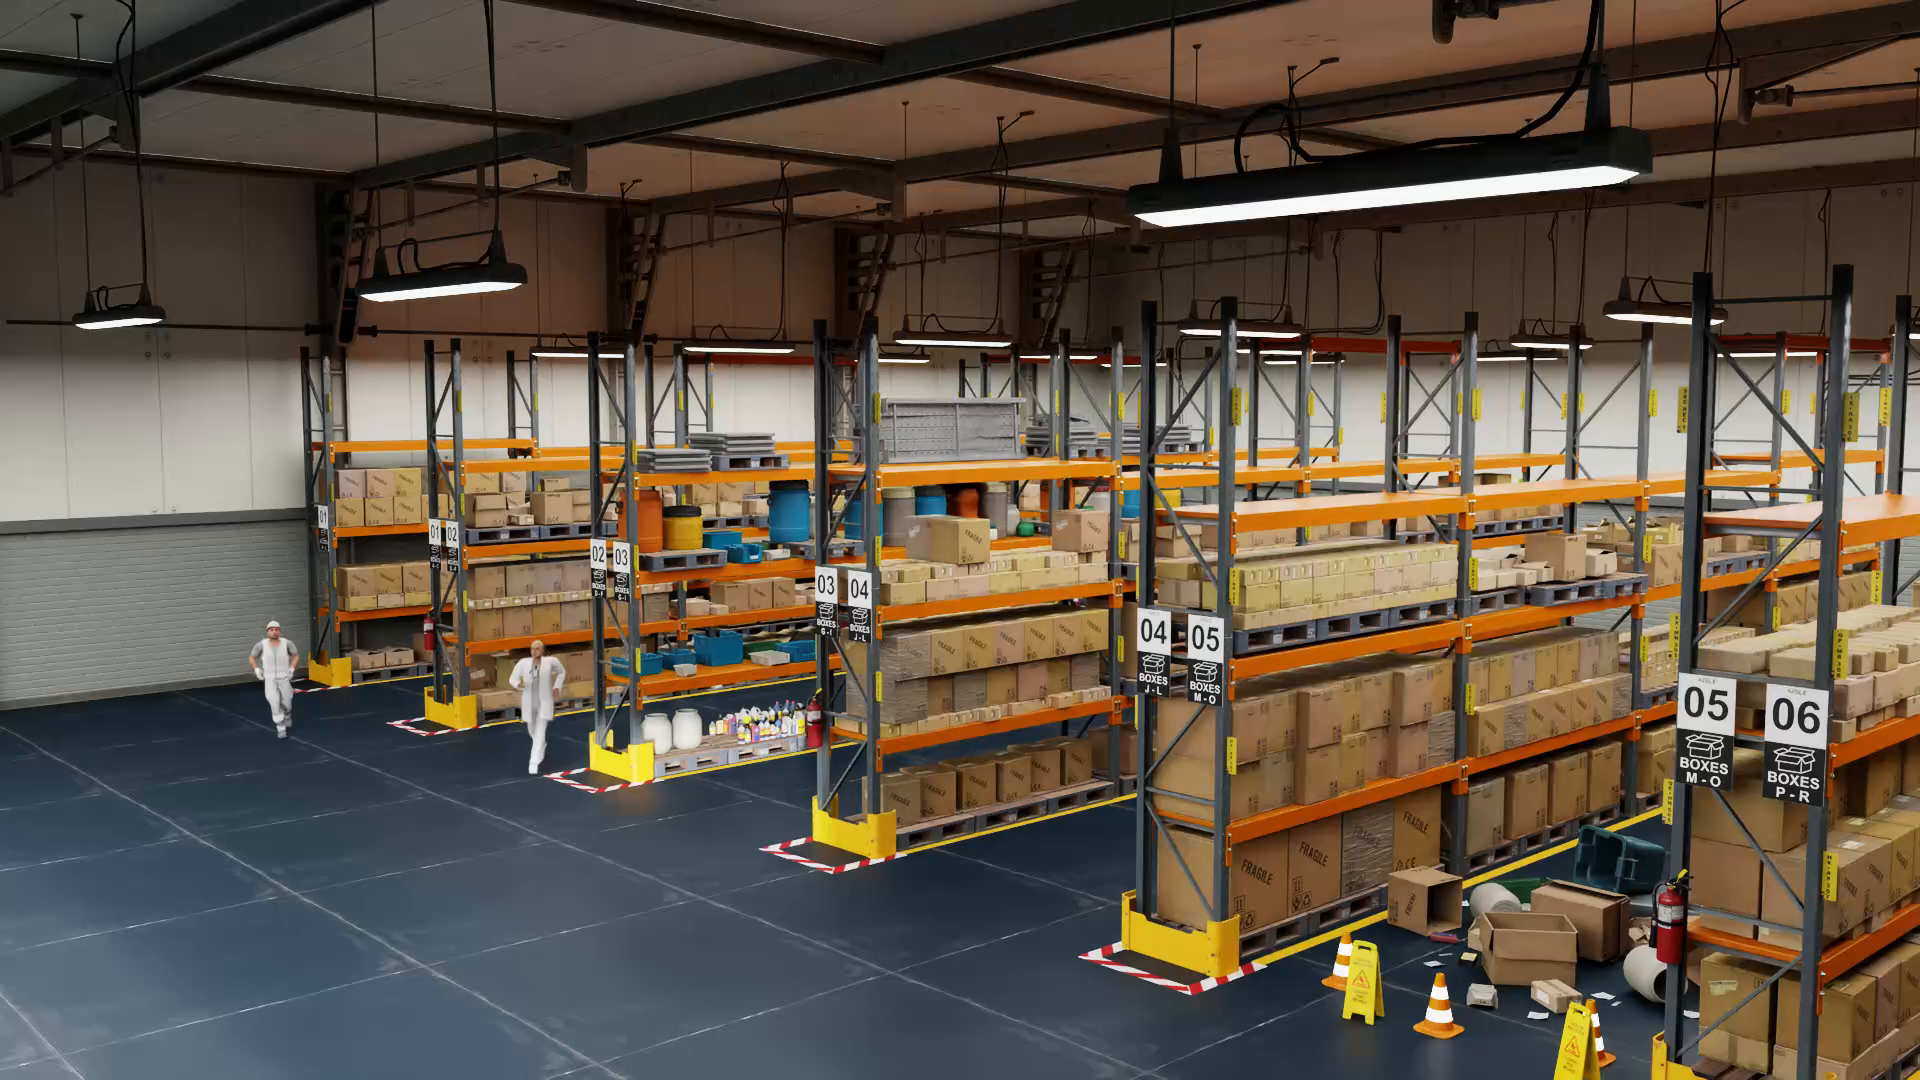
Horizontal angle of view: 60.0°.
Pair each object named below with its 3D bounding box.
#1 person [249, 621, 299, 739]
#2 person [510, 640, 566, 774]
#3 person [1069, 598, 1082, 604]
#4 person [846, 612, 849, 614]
[{"bbox_3d":[-10.342,2.088,25.099,0.698,1.758,0.697,-2,5,-22],"label":"person"},{"bbox_3d":[-5.801,2.241,22.826,0.712,1.756,1.107,0,5,1],"label":"person"},{"bbox_3d":[2.211,1.507,31.980,0.654,1.711,0.680,3,6,34],"label":"person"},{"bbox_3d":[-2.166,1.339,33.806,0.833,1.775,0.602,-4,6,-36],"label":"person"}]
